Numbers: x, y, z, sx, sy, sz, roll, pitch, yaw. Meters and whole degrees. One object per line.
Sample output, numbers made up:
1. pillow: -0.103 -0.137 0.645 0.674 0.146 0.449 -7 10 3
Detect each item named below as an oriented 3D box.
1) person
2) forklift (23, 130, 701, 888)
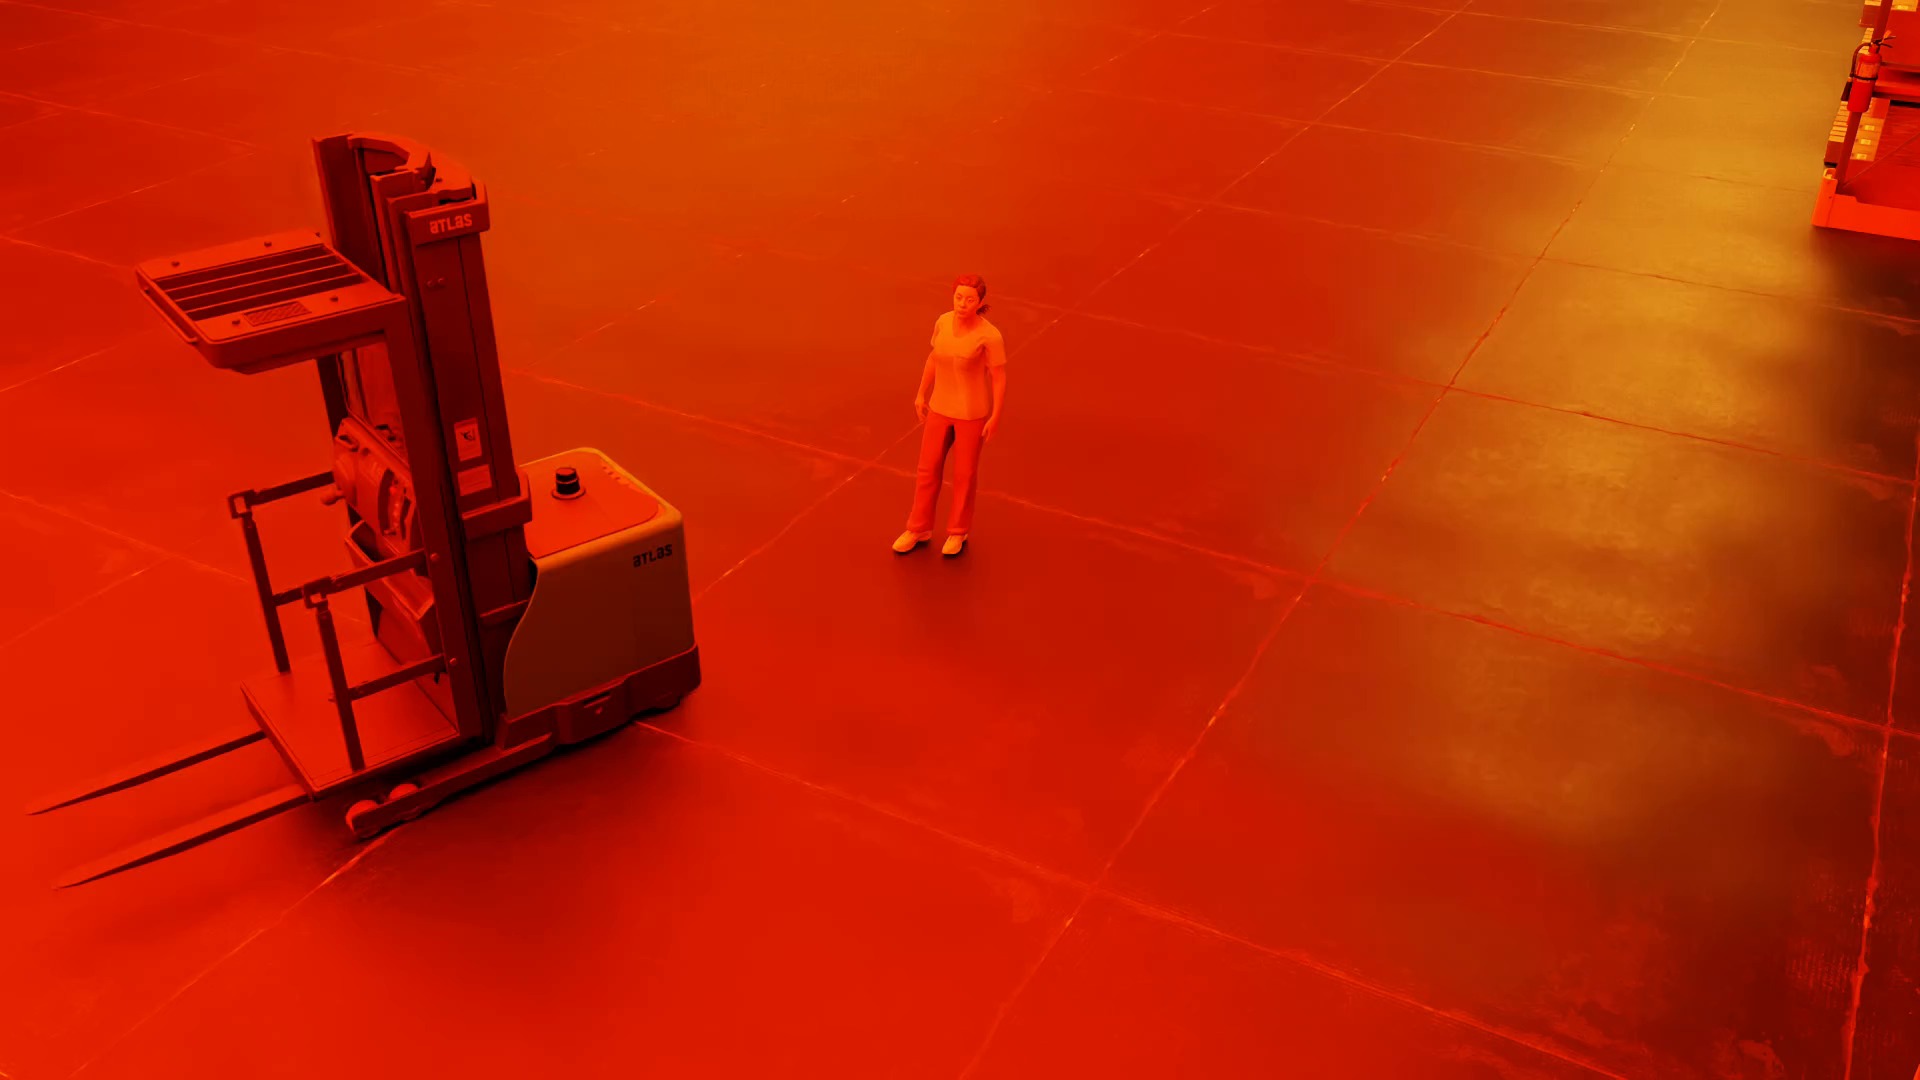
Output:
1. person: -0.046 -0.703 9.529 0.553 1.675 0.549 15 33 25
2. forklift: -2.811 -0.205 7.427 3.031 2.935 1.130 -21 36 -32
